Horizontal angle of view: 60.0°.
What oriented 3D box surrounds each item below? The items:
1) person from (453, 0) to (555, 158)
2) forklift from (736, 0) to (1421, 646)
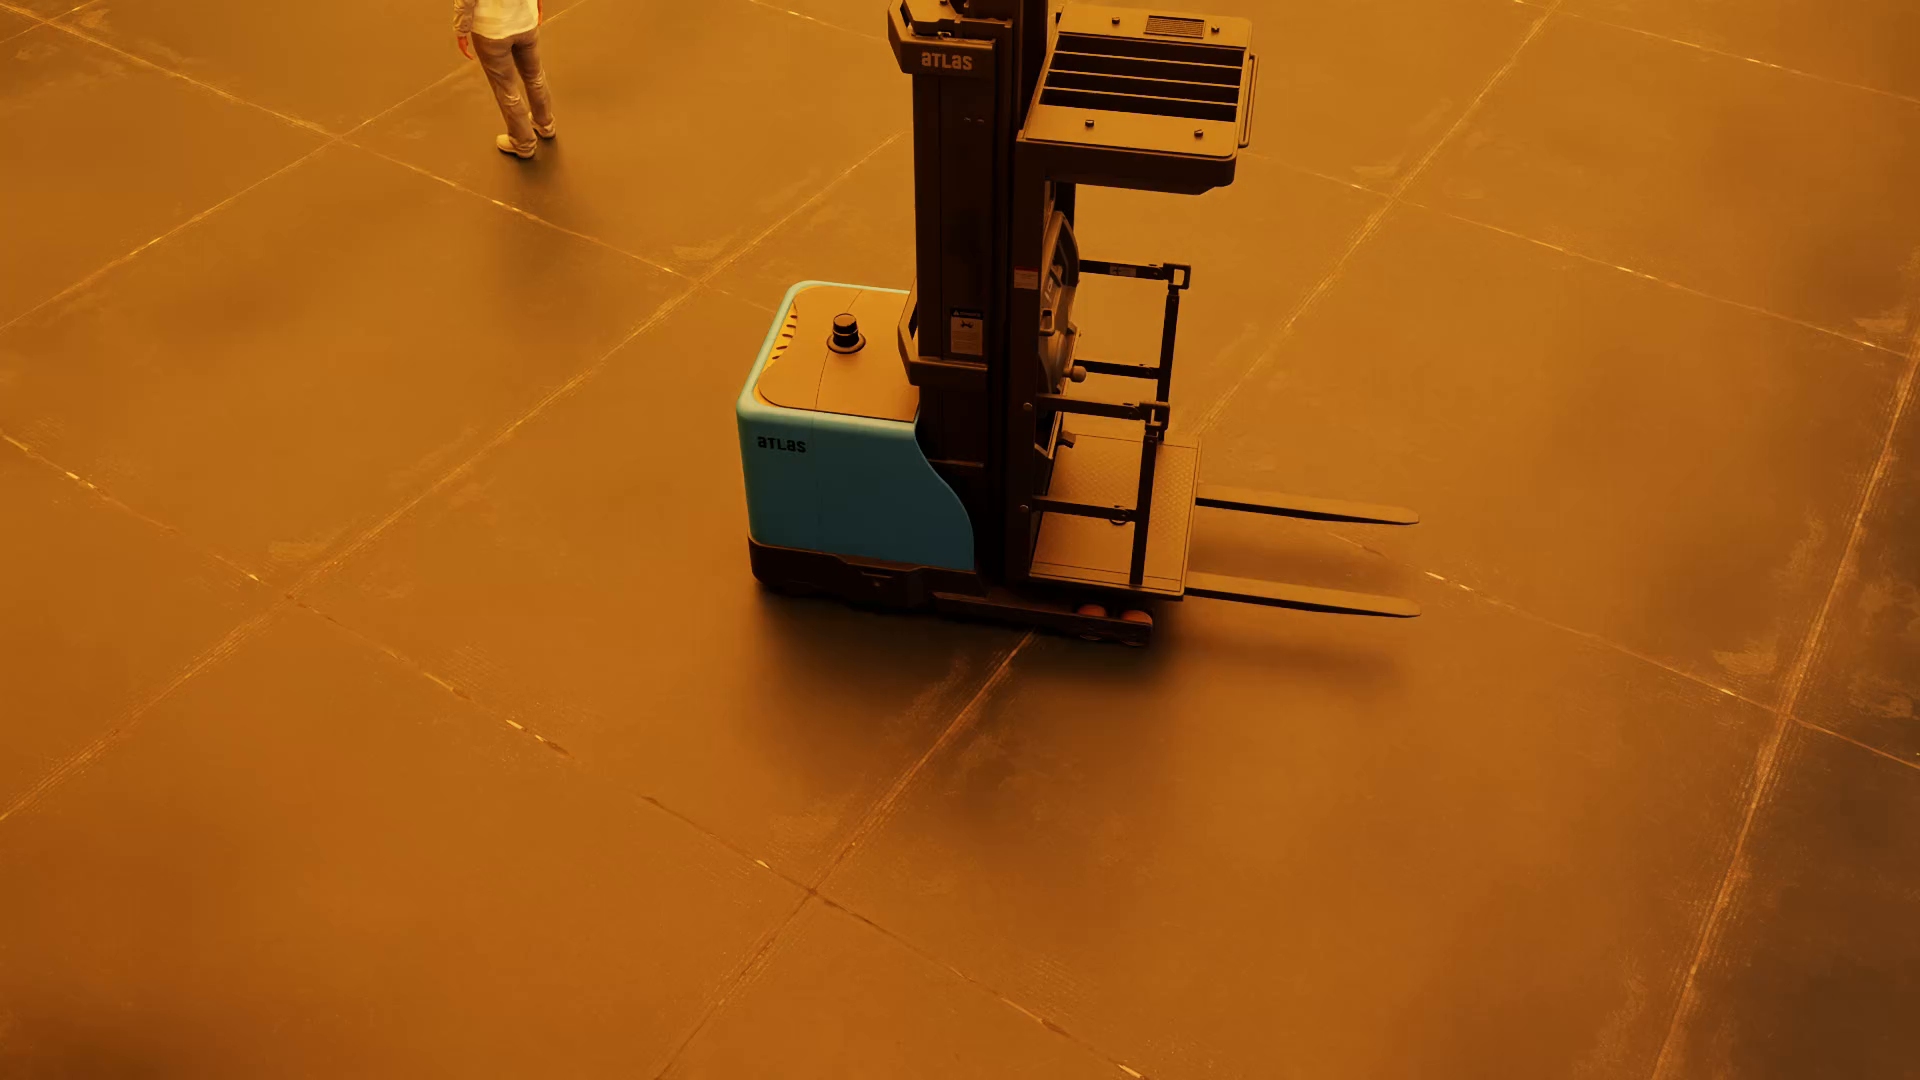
[{"bbox_3d":[-2.781,-3.134,9.984,0.569,1.773,0.632,34,53,31],"label":"person"},{"bbox_3d":[0.598,-0.987,6.890,3.031,2.935,1.130,7,44,8],"label":"forklift"}]
